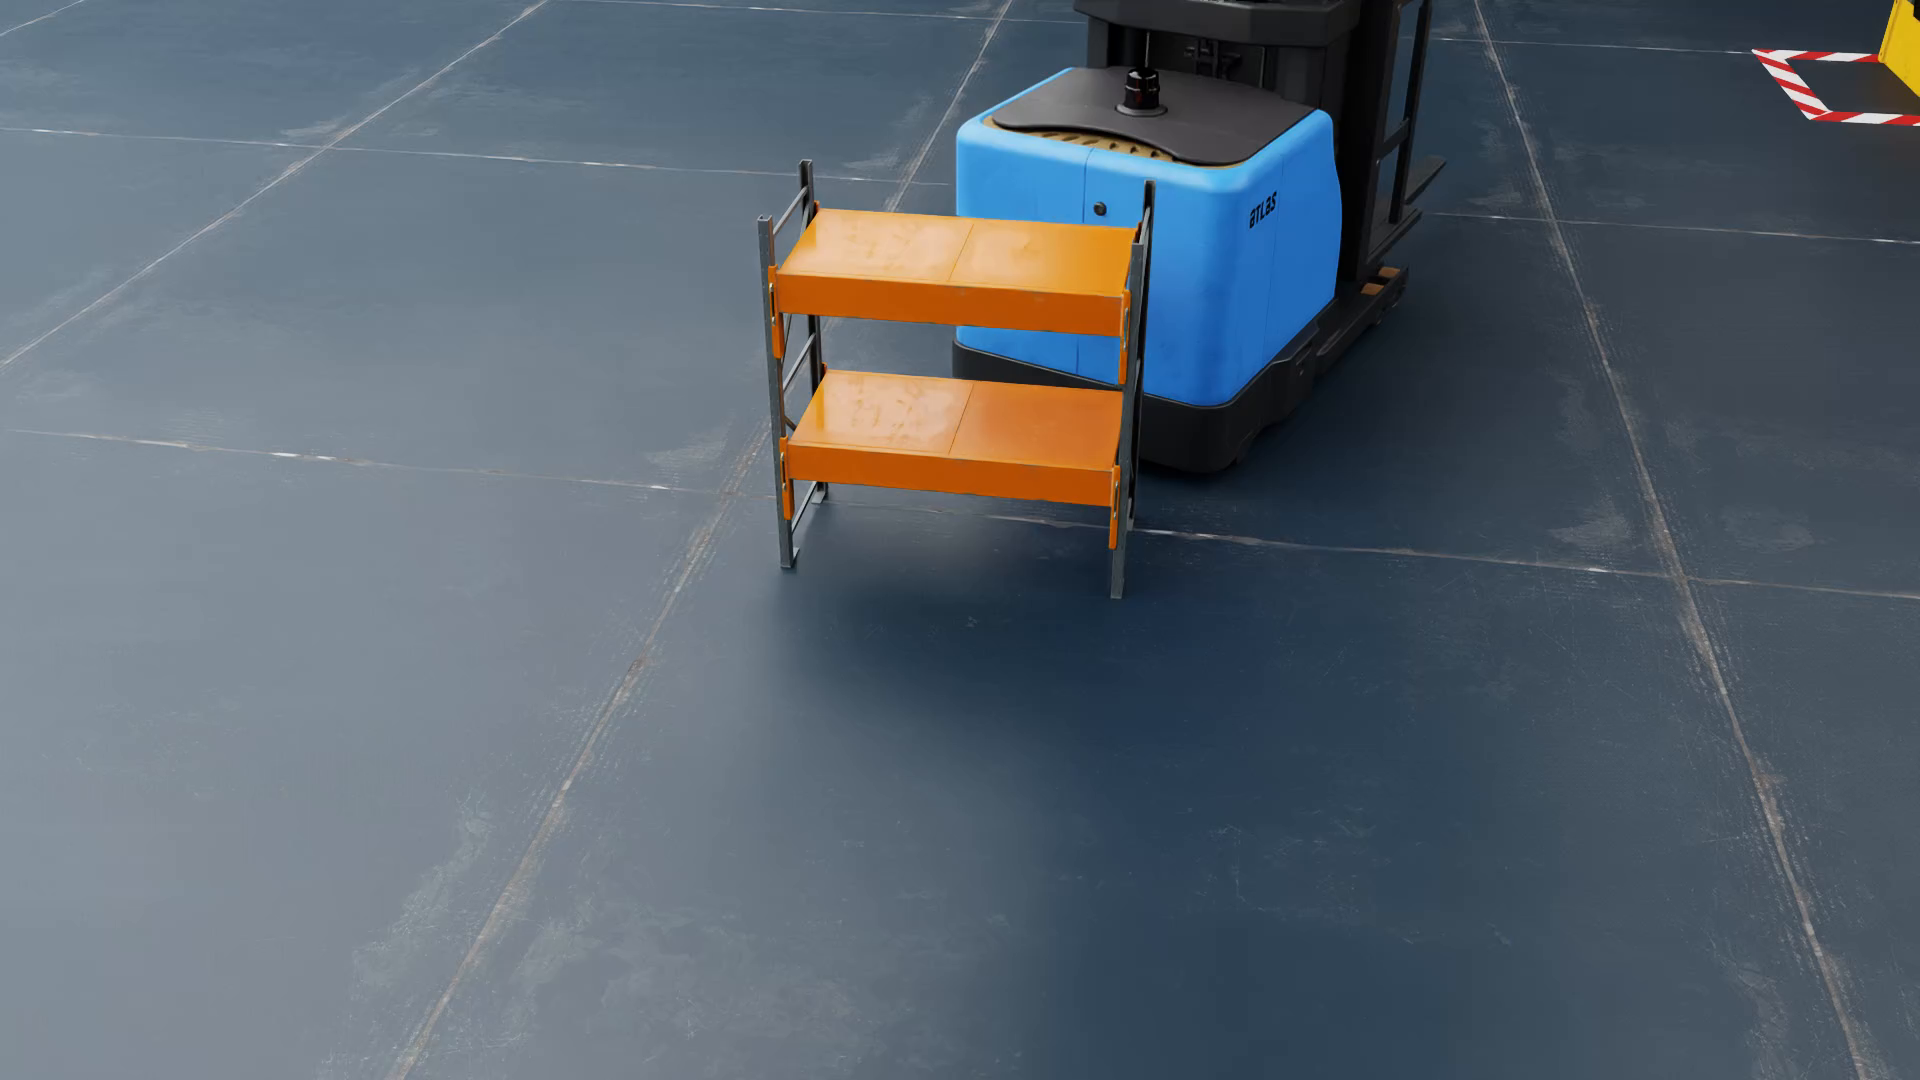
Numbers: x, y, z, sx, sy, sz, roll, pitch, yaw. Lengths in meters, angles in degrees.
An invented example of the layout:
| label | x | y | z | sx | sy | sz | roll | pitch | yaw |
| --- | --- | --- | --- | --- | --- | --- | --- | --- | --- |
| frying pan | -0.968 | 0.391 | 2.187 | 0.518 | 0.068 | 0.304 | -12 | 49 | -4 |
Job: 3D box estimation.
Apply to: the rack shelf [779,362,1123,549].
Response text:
| label | x | y | z | sx | sy | sz | roll | pitch | yaw |
| --- | --- | --- | --- | --- | --- | --- | --- | --- | --- |
| rack shelf | 0.007 | -0.269 | 5.080 | 1.000 | 0.278 | 0.538 | 5 | 32 | 8 |

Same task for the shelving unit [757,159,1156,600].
| label | x | y | z | sx | sy | sz | roll | pitch | yaw |
| --- | --- | --- | --- | --- | --- | --- | --- | --- | --- |
| shelving unit | 0.007 | -0.476 | 4.951 | 1.048 | 1.125 | 0.538 | 5 | 32 | 8 |

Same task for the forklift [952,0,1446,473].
| label | x | y | z | sx | sy | sz | roll | pitch | yaw |
| --- | --- | --- | --- | --- | --- | --- | --- | --- | --- |
| forklift | 1.163 | -2.211 | 6.020 | 1.130 | 2.935 | 3.031 | 18 | 36 | 26 |

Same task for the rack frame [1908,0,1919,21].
| label | x | y | z | sx | sy | sz | roll | pitch | yaw |
| --- | --- | --- | --- | --- | --- | --- | --- | --- | --- |
| rack frame | 5.381 | -3.782 | 8.466 | 0.127 | 3.000 | 1.000 | 5 | 32 | 8 |

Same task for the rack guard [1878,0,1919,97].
| label | x | y | z | sx | sy | sz | roll | pitch | yaw |
| --- | --- | --- | --- | --- | --- | --- | --- | --- | --- |
| rack guard | 5.464 | -2.741 | 9.157 | 0.348 | 0.500 | 1.175 | 5 | 32 | 8 |

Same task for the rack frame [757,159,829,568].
| label | x | y | z | sx | sy | sz | roll | pitch | yaw |
| --- | --- | --- | --- | --- | --- | --- | --- | --- | --- |
| rack frame | -0.494 | -0.522 | 5.023 | 0.032 | 1.125 | 0.500 | 5 | 32 | 8 |

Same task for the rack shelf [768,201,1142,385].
| label | x | y | z | sx | sy | sz | roll | pitch | yaw |
| --- | --- | --- | --- | --- | --- | --- | --- | --- | --- |
| rack shelf | 0.007 | -0.724 | 4.795 | 1.000 | 0.278 | 0.538 | 5 | 32 | 8 |

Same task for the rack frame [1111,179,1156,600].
| label | x | y | z | sx | sy | sz | roll | pitch | yaw |
| --- | --- | --- | --- | --- | --- | --- | --- | --- | --- |
| rack frame | 0.508 | -0.431 | 4.878 | 0.032 | 1.125 | 0.500 | 5 | 32 | 8 |
